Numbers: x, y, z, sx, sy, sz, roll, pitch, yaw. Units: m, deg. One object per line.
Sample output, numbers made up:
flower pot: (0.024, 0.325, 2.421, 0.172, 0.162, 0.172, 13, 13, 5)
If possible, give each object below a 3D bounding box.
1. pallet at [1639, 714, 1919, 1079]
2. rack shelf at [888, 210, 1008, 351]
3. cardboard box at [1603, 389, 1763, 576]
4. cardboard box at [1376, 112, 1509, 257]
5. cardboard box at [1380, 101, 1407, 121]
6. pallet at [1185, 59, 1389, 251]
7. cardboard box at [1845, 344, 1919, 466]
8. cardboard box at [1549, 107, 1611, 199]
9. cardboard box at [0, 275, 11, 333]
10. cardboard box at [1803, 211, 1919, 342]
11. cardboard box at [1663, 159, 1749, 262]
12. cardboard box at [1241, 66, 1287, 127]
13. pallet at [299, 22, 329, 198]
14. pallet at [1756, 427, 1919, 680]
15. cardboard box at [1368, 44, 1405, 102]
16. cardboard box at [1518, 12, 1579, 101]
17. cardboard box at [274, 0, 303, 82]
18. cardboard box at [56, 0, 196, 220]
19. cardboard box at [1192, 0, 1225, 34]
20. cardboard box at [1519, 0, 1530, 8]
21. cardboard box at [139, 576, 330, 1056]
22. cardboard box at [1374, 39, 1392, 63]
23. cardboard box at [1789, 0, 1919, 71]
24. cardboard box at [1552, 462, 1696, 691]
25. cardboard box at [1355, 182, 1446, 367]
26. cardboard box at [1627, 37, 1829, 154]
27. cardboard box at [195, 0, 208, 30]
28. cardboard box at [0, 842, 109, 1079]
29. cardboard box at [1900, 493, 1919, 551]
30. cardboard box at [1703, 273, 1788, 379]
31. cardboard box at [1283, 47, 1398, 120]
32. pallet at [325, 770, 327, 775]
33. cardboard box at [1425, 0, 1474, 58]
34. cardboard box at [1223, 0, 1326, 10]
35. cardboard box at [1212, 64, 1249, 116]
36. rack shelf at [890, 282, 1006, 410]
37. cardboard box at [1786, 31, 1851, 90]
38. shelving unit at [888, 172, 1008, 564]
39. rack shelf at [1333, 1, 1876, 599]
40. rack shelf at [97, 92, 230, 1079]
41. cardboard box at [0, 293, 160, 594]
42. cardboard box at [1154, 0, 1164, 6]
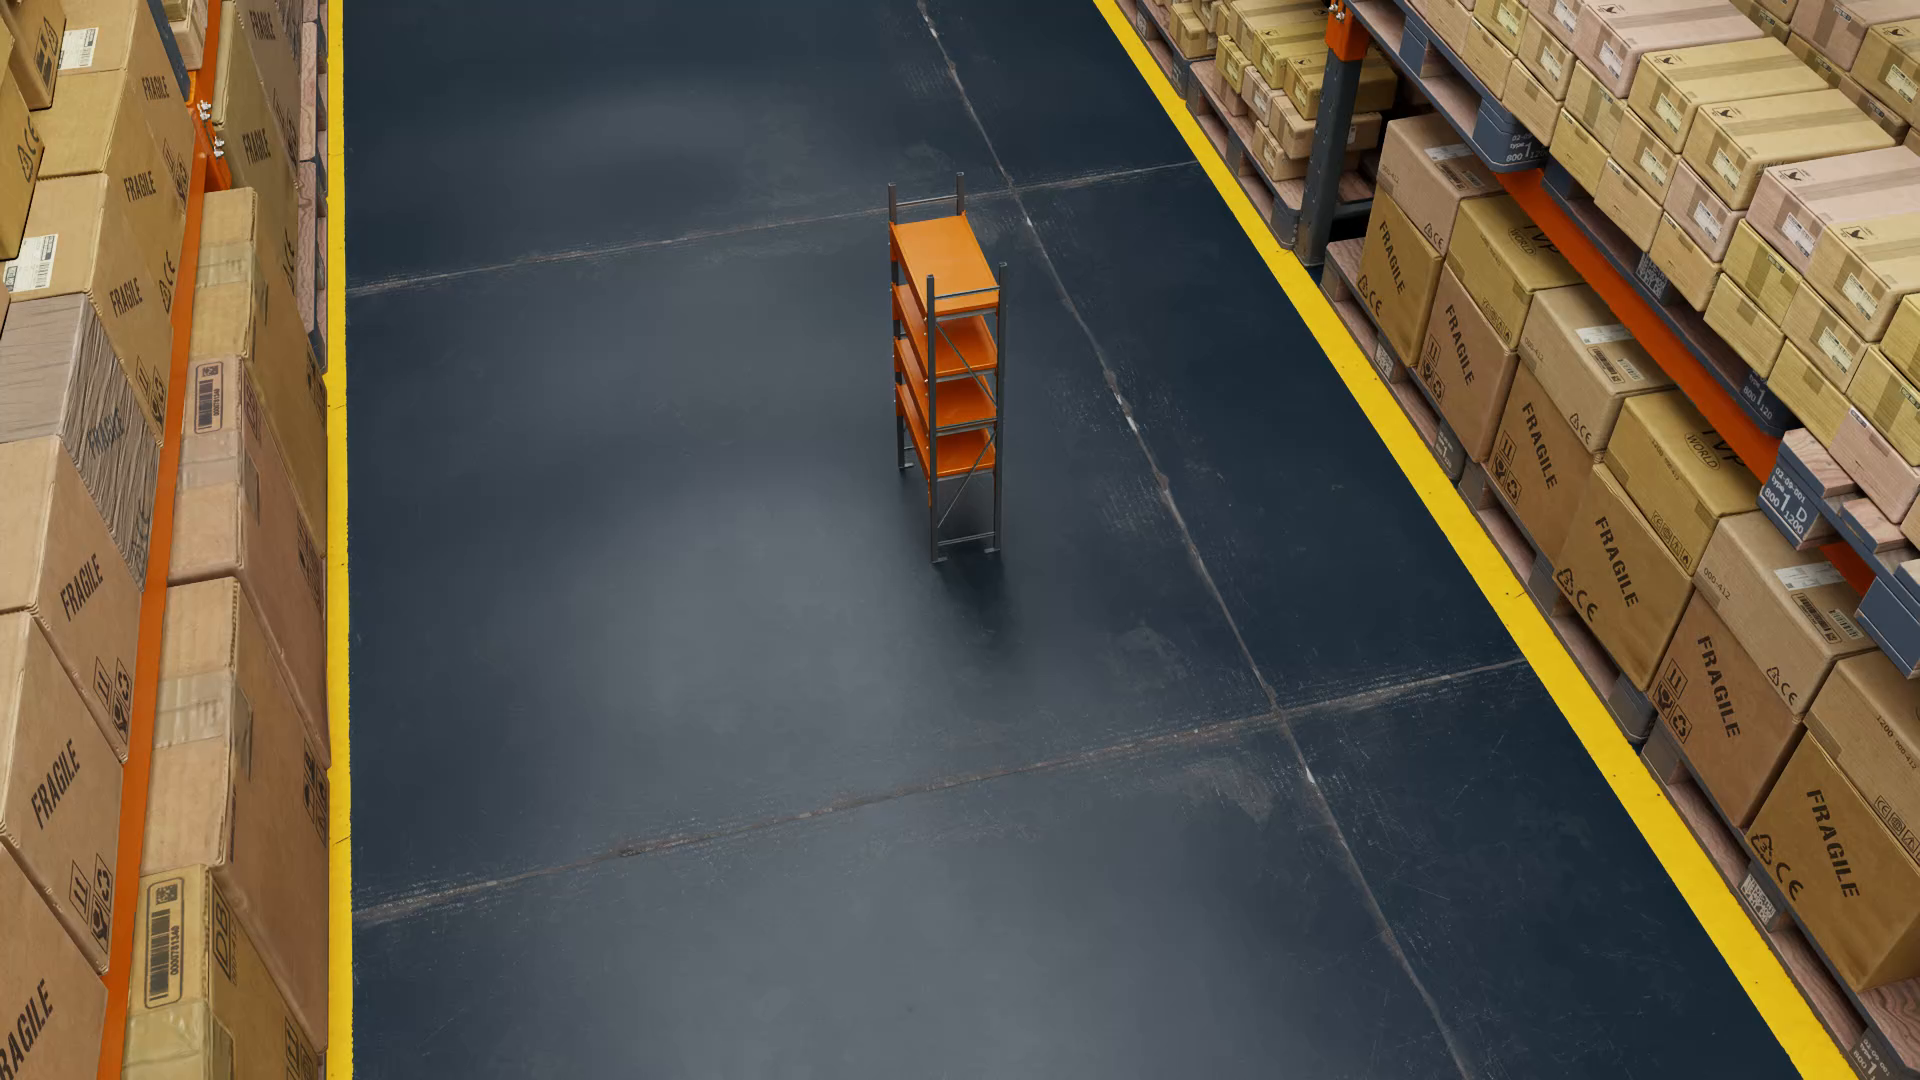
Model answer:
pallet: (2.710, 0.899, 4.721, 1.003, 0.211, 1.213, -11, 47, -10)
rack shelf: (-0.042, -0.809, 5.153, 0.258, 0.148, 0.480, -11, 47, -10)
cardboard box: (2.225, -0.197, 4.773, 0.500, 0.250, 0.500, -10, 46, -9)
cardboard box: (1.818, -1.275, 5.830, 0.500, 0.250, 0.500, -13, 47, -12)
cardboard box: (2.034, -1.942, 7.255, 0.380, 0.149, 0.250, -9, 46, -9)
pallet: (1.678, -1.780, 7.347, 1.003, 0.211, 1.213, -11, 47, -10)
cardboard box: (2.202, -0.323, 3.640, 0.380, 0.149, 0.250, -10, 46, -9)
cardboard box: (1.880, -1.101, 4.611, 0.380, 0.149, 0.250, -11, 47, -11)
cardboard box: (-2.426, -0.506, 3.374, 0.797, 0.503, 0.637, -9, 46, -9)
cardboard box: (2.139, -0.597, 3.701, 0.380, 0.149, 0.250, -9, 46, -9)
cardboard box: (2.010, -0.848, 4.155, 0.380, 0.149, 0.250, -10, 46, -9)
cardboard box: (1.415, -1.896, 7.002, 0.380, 0.149, 0.250, -13, 47, -12)
pallet: (-3.371, -1.869, 7.434, 1.003, 0.211, 1.213, -11, 47, -10)
pallet: (2.623, 0.057, 3.728, 1.213, 0.211, 1.003, -11, 47, -10)
cardboard box: (1.949, -2.019, 7.122, 0.380, 0.149, 0.250, -10, 46, -10)
cardboard box: (1.814, -1.384, 4.680, 0.380, 0.149, 0.250, -9, 46, -9)
cardboard box: (-3.486, -2.571, 7.363, 0.875, 0.875, 0.875, -11, 47, -10)
cardboard box: (-2.552, -1.224, 4.779, 0.500, 0.500, 0.500, -11, 47, -10)
cardboard box: (1.276, -2.441, 7.536, 0.380, 0.149, 0.250, -10, 46, -9)
cardboard box: (1.743, -1.668, 4.750, 0.380, 0.149, 0.250, -11, 47, -11)
cardboard box: (-2.289, 0.799, 4.060, 1.225, 0.875, 0.875, -11, 47, -10)
cardboard box: (1.983, -2.133, 7.026, 0.380, 0.149, 0.250, -9, 46, -8)
cardboard box: (2.509, -1.425, 4.511, 0.380, 0.149, 0.250, -13, 47, -12)
cardboard box: (2.207, 0.063, 5.044, 0.500, 0.500, 0.500, -13, 47, -12)
cardboard box: (1.817, -1.012, 6.098, 0.500, 0.500, 0.500, -9, 46, -9)
cardboard box: (1.945, -1.132, 4.225, 0.380, 0.149, 0.250, -9, 46, -9)
cardboard box: (-2.758, -1.820, 5.610, 0.380, 0.149, 0.250, -12, 47, -12)
cardboard box: (-1.773, 0.880, 2.718, 0.500, 0.500, 0.500, -9, 46, -9)
cardboard box: (2.276, -0.025, 3.556, 0.380, 0.149, 0.250, -11, 47, -10)
cardboard box: (2.079, -0.560, 4.081, 0.380, 0.149, 0.250, -13, 47, -12)
cardboard box: (1.542, -1.854, 6.753, 0.380, 0.149, 0.250, -9, 46, -9)
pallet: (-2.350, 0.877, 4.743, 1.003, 0.211, 1.213, -11, 47, -10)
cardboard box: (1.678, -1.638, 5.137, 0.380, 0.149, 0.250, -10, 46, -10)
cardboard box: (1.376, -2.387, 7.275, 0.380, 0.149, 0.250, -9, 46, -9)
cardboard box: (1.339, -2.022, 7.333, 0.380, 0.149, 0.250, -12, 47, -12)
rack shelf: (-0.042, -0.644, 5.322, 0.258, 0.148, 0.480, -11, 47, -10)
cardboard box: (2.518, -1.314, 4.611, 0.380, 0.149, 0.250, -11, 47, -10)
shelving unit: (-0.042, -0.534, 5.433, 0.258, 1.200, 0.503, -11, 47, -10)
rack shelf: (2.396, -0.666, 4.806, 1.077, 0.370, 4.000, -11, 47, -10)
rack shelf: (-2.424, 0.171, 3.986, 1.077, 0.370, 4.000, -11, 47, -10)
cardboard box: (-2.168, -0.175, 3.751, 0.500, 0.500, 0.500, -11, 47, -10)
cardboard box: (1.094, -2.724, 8.021, 0.380, 0.149, 0.250, -11, 47, -10)
